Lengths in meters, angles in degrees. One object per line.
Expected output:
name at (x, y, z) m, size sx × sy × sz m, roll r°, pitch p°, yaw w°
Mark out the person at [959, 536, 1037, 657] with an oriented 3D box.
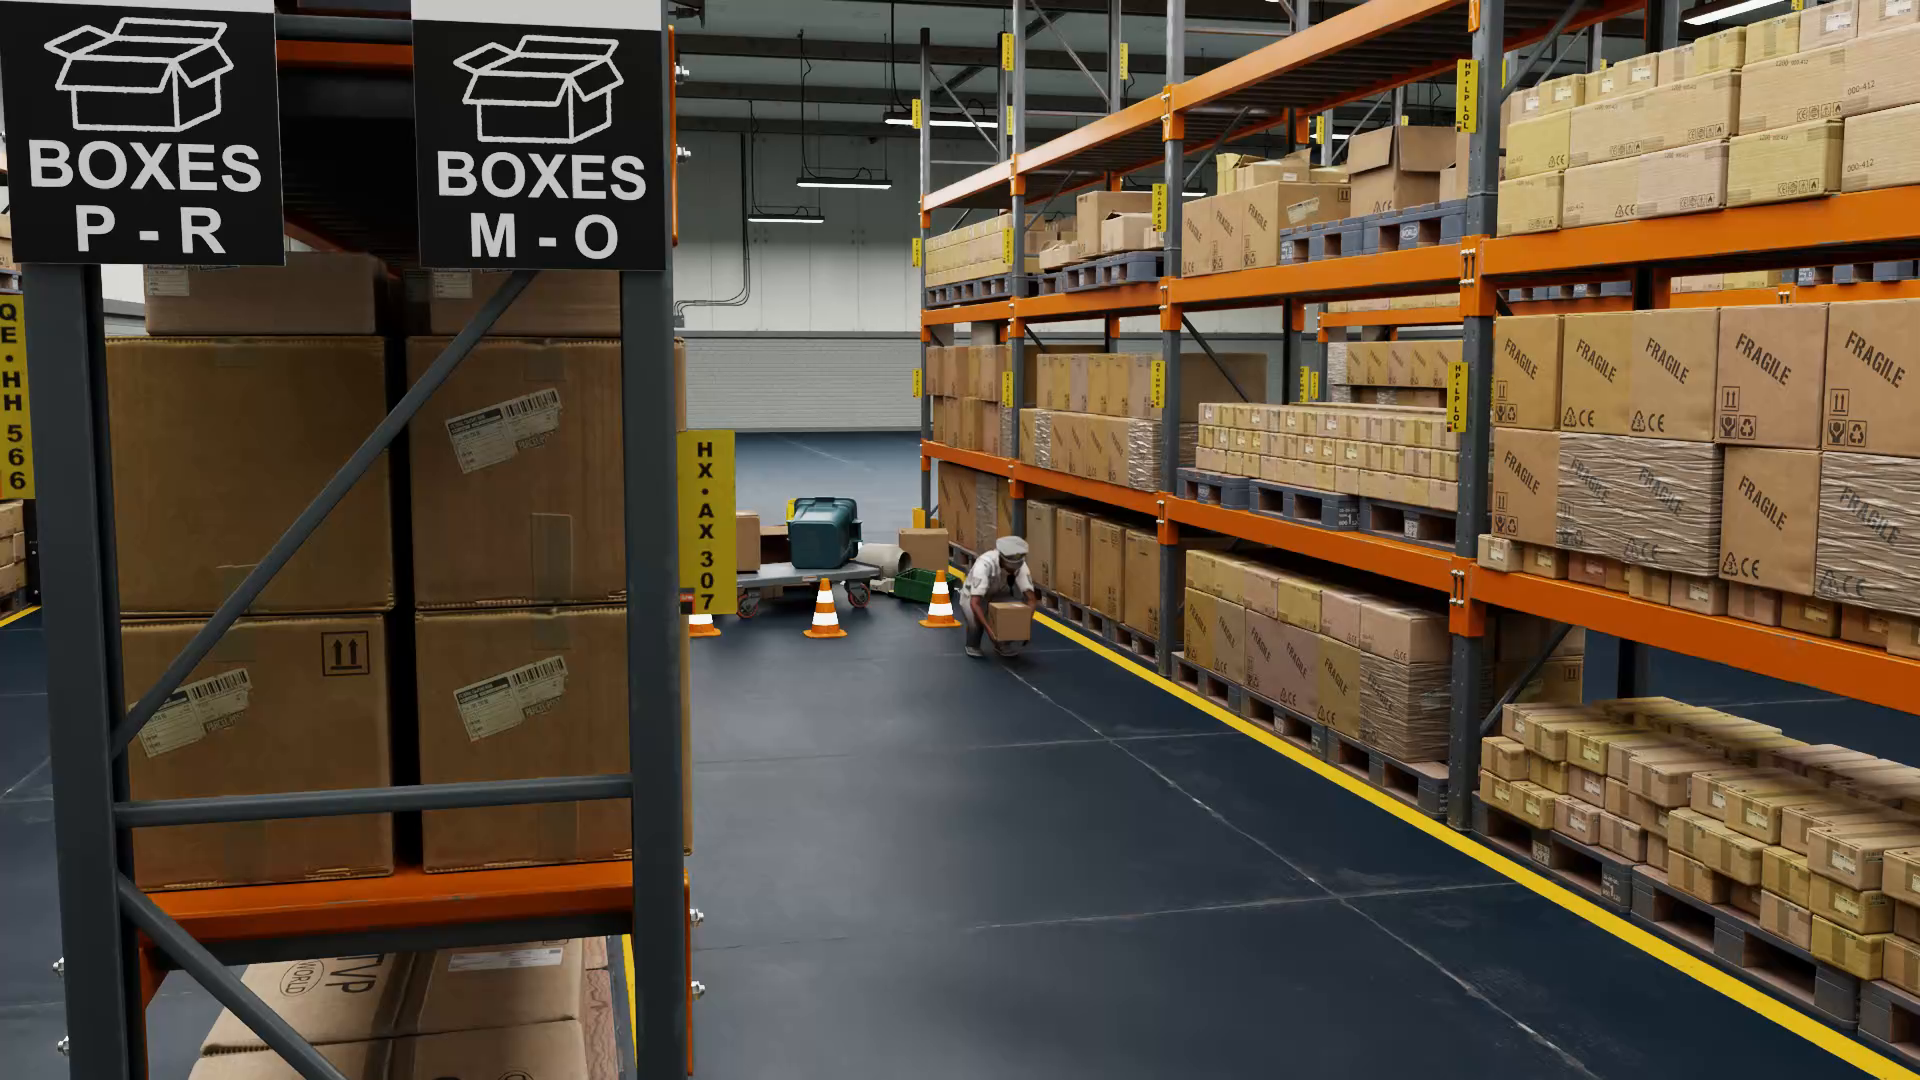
person at (0.282, 0.428, 12.621) m, size 0.514 × 0.949 × 0.837 m, roll -2°, pitch 6°, yaw -14°
